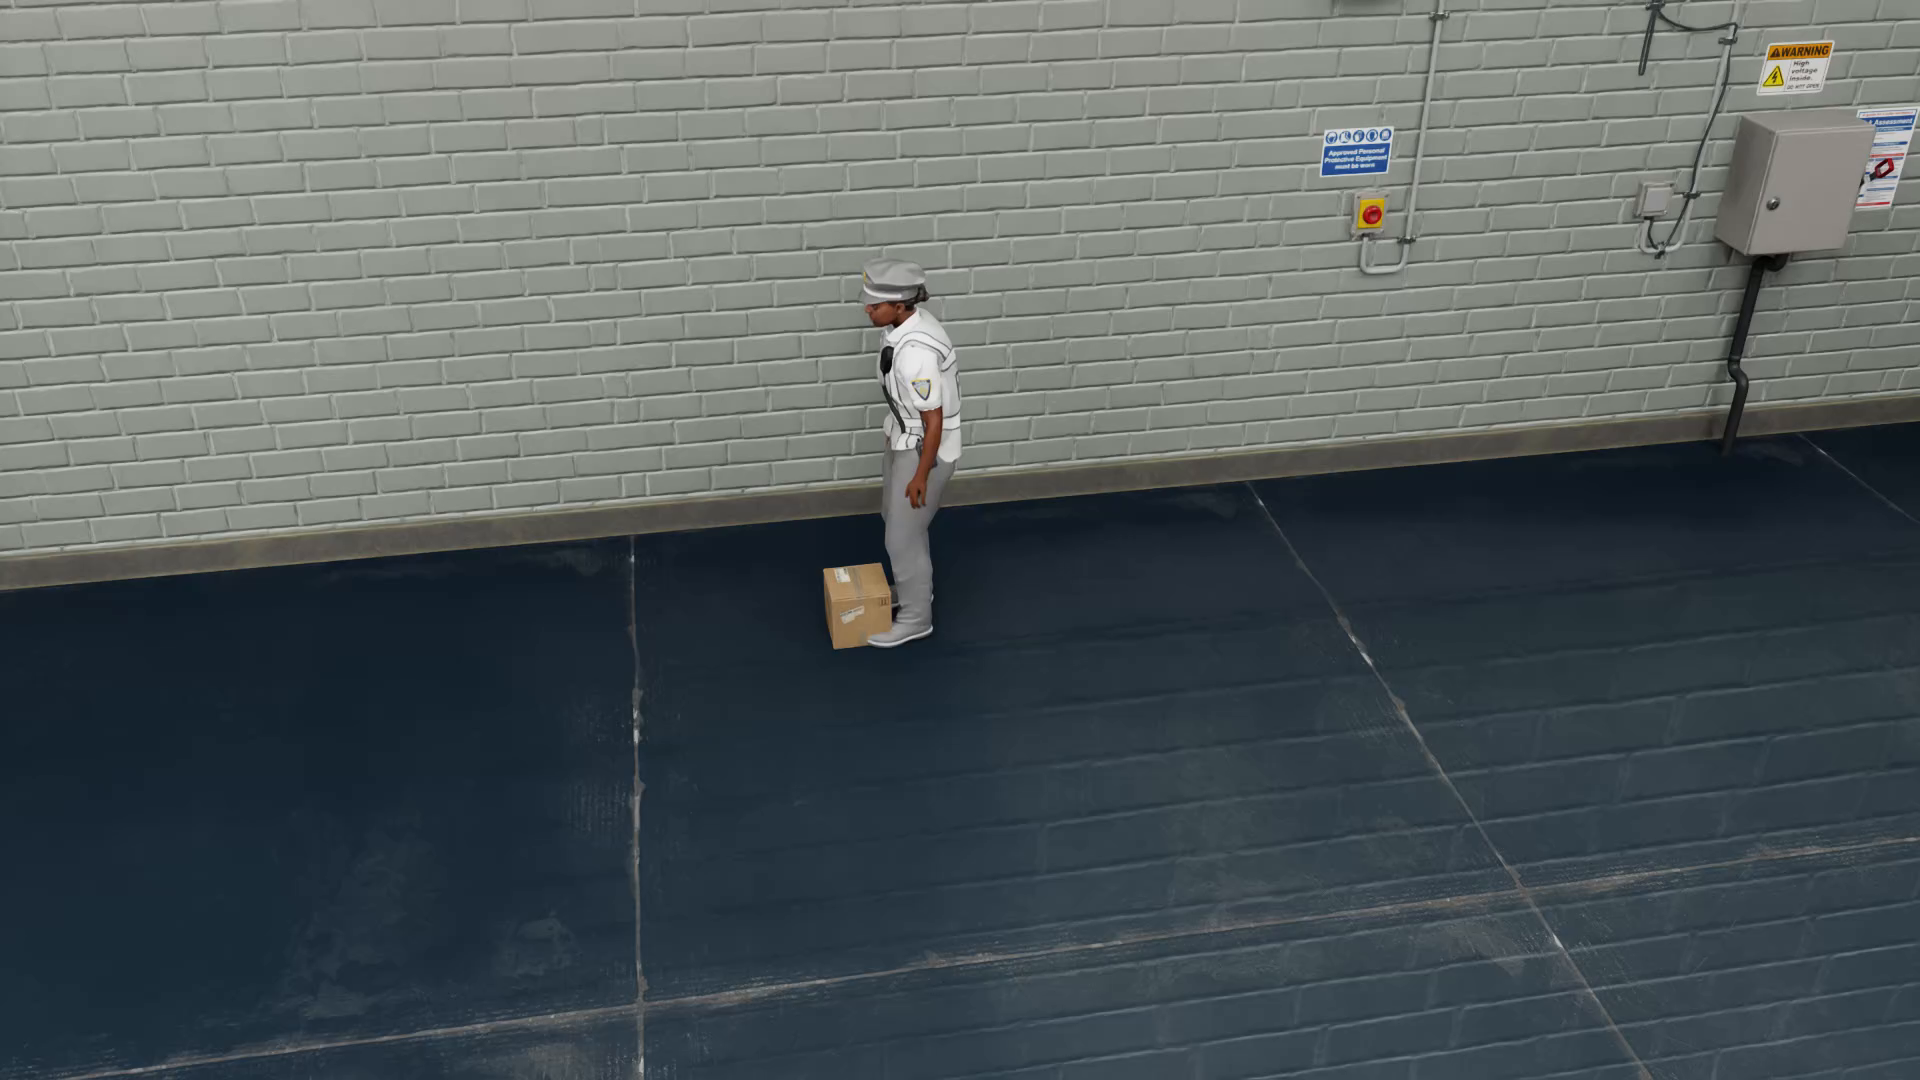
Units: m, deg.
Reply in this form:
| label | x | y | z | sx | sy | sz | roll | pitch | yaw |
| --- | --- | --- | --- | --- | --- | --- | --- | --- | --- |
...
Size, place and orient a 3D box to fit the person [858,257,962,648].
| label | x | y | z | sx | sy | sz | roll | pitch | yaw |
| --- | --- | --- | --- | --- | --- | --- | --- | --- | --- |
| person | -0.216 | -0.351 | 6.723 | 0.426 | 1.656 | 0.513 | -7 | 31 | -11 |
